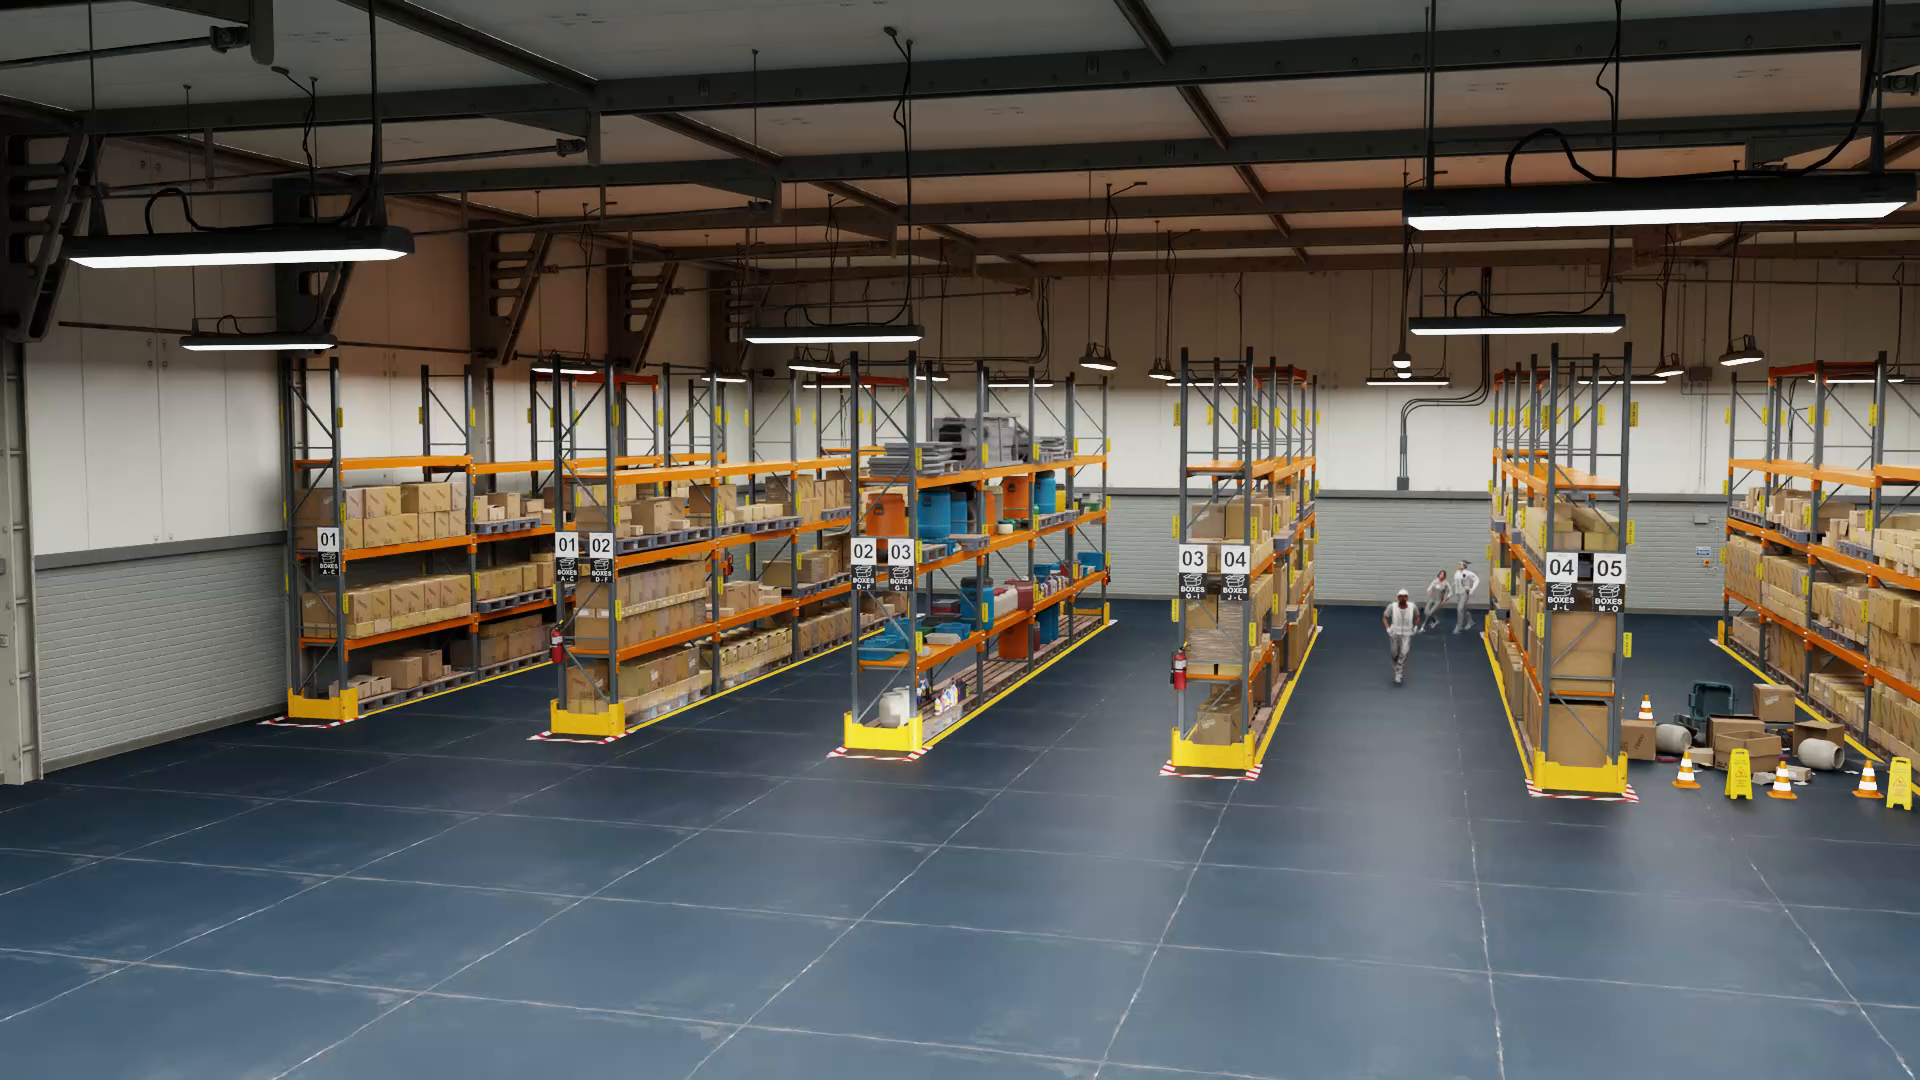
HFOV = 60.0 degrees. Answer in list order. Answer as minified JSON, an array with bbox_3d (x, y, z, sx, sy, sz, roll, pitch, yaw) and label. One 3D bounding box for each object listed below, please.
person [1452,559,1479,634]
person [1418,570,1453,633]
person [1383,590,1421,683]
[{"bbox_3d":[11.726,1.290,38.754,0.849,1.720,0.647,-2,5,-27],"label":"person"},{"bbox_3d":[11.081,1.430,38.667,0.576,1.483,0.668,-4,5,-40],"label":"person"},{"bbox_3d":[8.433,1.809,31.760,0.705,1.754,0.777,1,4,11],"label":"person"}]
